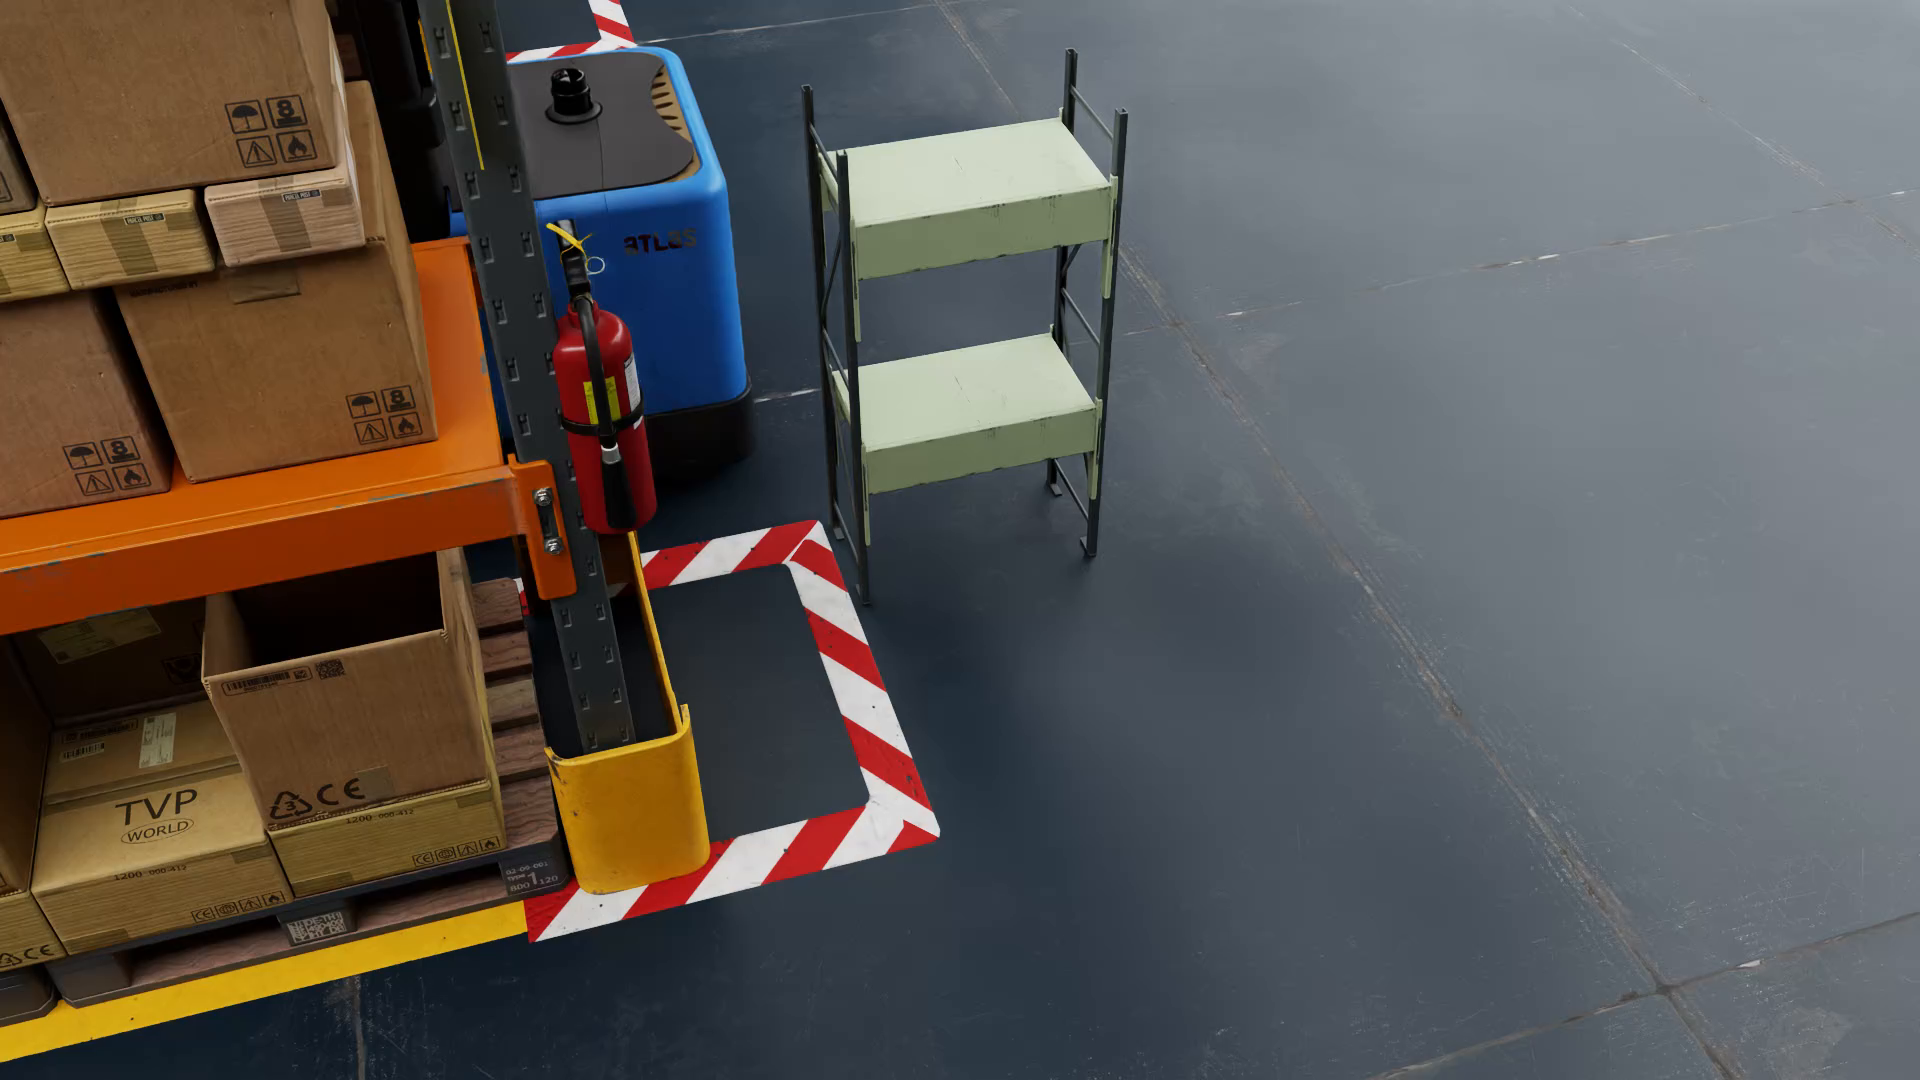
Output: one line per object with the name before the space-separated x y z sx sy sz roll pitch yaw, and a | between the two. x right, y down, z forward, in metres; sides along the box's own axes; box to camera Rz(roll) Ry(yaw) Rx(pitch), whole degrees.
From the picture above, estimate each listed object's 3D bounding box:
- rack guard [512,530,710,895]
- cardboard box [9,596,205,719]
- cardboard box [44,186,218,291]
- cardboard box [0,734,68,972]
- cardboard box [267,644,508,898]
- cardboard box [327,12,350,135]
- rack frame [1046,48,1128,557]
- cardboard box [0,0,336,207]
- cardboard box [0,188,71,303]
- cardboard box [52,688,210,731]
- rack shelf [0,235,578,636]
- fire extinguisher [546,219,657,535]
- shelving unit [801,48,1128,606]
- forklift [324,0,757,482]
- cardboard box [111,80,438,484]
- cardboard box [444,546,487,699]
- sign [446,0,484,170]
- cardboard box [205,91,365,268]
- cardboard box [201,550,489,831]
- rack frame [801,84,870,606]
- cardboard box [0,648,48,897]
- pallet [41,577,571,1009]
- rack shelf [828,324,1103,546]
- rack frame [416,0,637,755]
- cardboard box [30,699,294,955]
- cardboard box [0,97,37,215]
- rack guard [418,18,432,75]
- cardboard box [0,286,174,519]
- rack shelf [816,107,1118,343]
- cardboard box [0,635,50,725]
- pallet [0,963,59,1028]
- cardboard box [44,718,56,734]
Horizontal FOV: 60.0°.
rack guard | -0.971 0.323 4.500 0.348 0.500 1.175 -12 42 -13
cardboard box | -2.049 0.048 4.116 0.500 0.500 0.500 -12 42 -13
cardboard box | -1.551 -0.648 3.143 0.250 0.149 0.380 -11 42 -12
cardboard box | -2.367 0.762 3.869 0.500 0.250 0.500 -12 42 -13
cardboard box | -1.417 0.555 4.105 0.500 0.250 0.500 -12 42 -13
cardboard box | -1.433 -0.953 3.492 0.250 0.149 0.380 -12 43 -13
rack frame | 0.355 -0.638 4.841 0.023 1.500 0.400 -12 42 -13
cardboard box | -1.494 -1.045 3.104 0.500 0.500 0.700 -12 42 -13
cardboard box | -1.794 -0.597 3.085 0.250 0.149 0.380 -12 43 -14
cardboard box | -2.048 0.331 4.362 0.500 0.250 0.500 -12 42 -13
rack shelf | -2.902 0.053 3.457 4.000 0.370 1.077 -12 42 -13
fire extinguisher | -0.742 -0.316 3.391 0.183 0.674 0.296 -12 42 -13
shelving unit | 0.006 -0.566 4.758 0.755 1.500 0.431 -12 42 -13
forklift | -2.247 -1.370 4.590 3.031 2.935 1.130 -11 42 -12
cardboard box | -1.443 -0.567 3.543 0.500 0.500 0.700 -12 42 -13
cardboard box | -1.573 0.230 4.477 0.500 0.250 0.500 -12 42 -13
sign | -0.844 -0.795 2.821 0.005 0.325 0.100 -12 42 -13
cardboard box | -1.301 -0.700 3.203 0.250 0.149 0.380 -12 43 -14
cardboard box | -1.416 0.274 3.857 0.500 0.500 0.500 -12 42 -13
rack frame | -0.343 -0.494 4.675 0.023 1.500 0.400 -12 42 -13
cardboard box | -2.366 0.481 3.620 0.500 0.500 0.500 -12 42 -13
pallet | -1.711 0.614 4.387 1.213 0.211 1.003 -12 42 -13
rack shelf | 0.006 -0.321 4.973 0.720 0.370 0.431 -12 42 -13
rack frame | -0.994 -0.613 3.672 0.127 3.000 1.000 -12 42 -13
cardboard box | -1.890 0.662 3.984 0.500 0.250 0.500 -12 42 -13
cardboard box | -1.994 -0.938 2.981 0.500 0.500 0.700 -13 43 -14
rack guard | -2.537 -2.737 8.003 0.348 0.500 1.175 -12 42 -13
cardboard box | -1.943 -0.460 3.421 0.500 0.500 0.700 -11 42 -12
rack shelf | 0.006 -0.860 4.501 0.720 0.370 0.431 -12 42 -13
cardboard box | -2.522 0.155 3.994 0.500 0.500 0.500 -12 42 -13
pallet | -2.873 0.853 4.113 1.213 0.211 1.003 -12 42 -13
cardboard box | -2.525 0.430 4.249 0.500 0.250 0.500 -12 42 -13
